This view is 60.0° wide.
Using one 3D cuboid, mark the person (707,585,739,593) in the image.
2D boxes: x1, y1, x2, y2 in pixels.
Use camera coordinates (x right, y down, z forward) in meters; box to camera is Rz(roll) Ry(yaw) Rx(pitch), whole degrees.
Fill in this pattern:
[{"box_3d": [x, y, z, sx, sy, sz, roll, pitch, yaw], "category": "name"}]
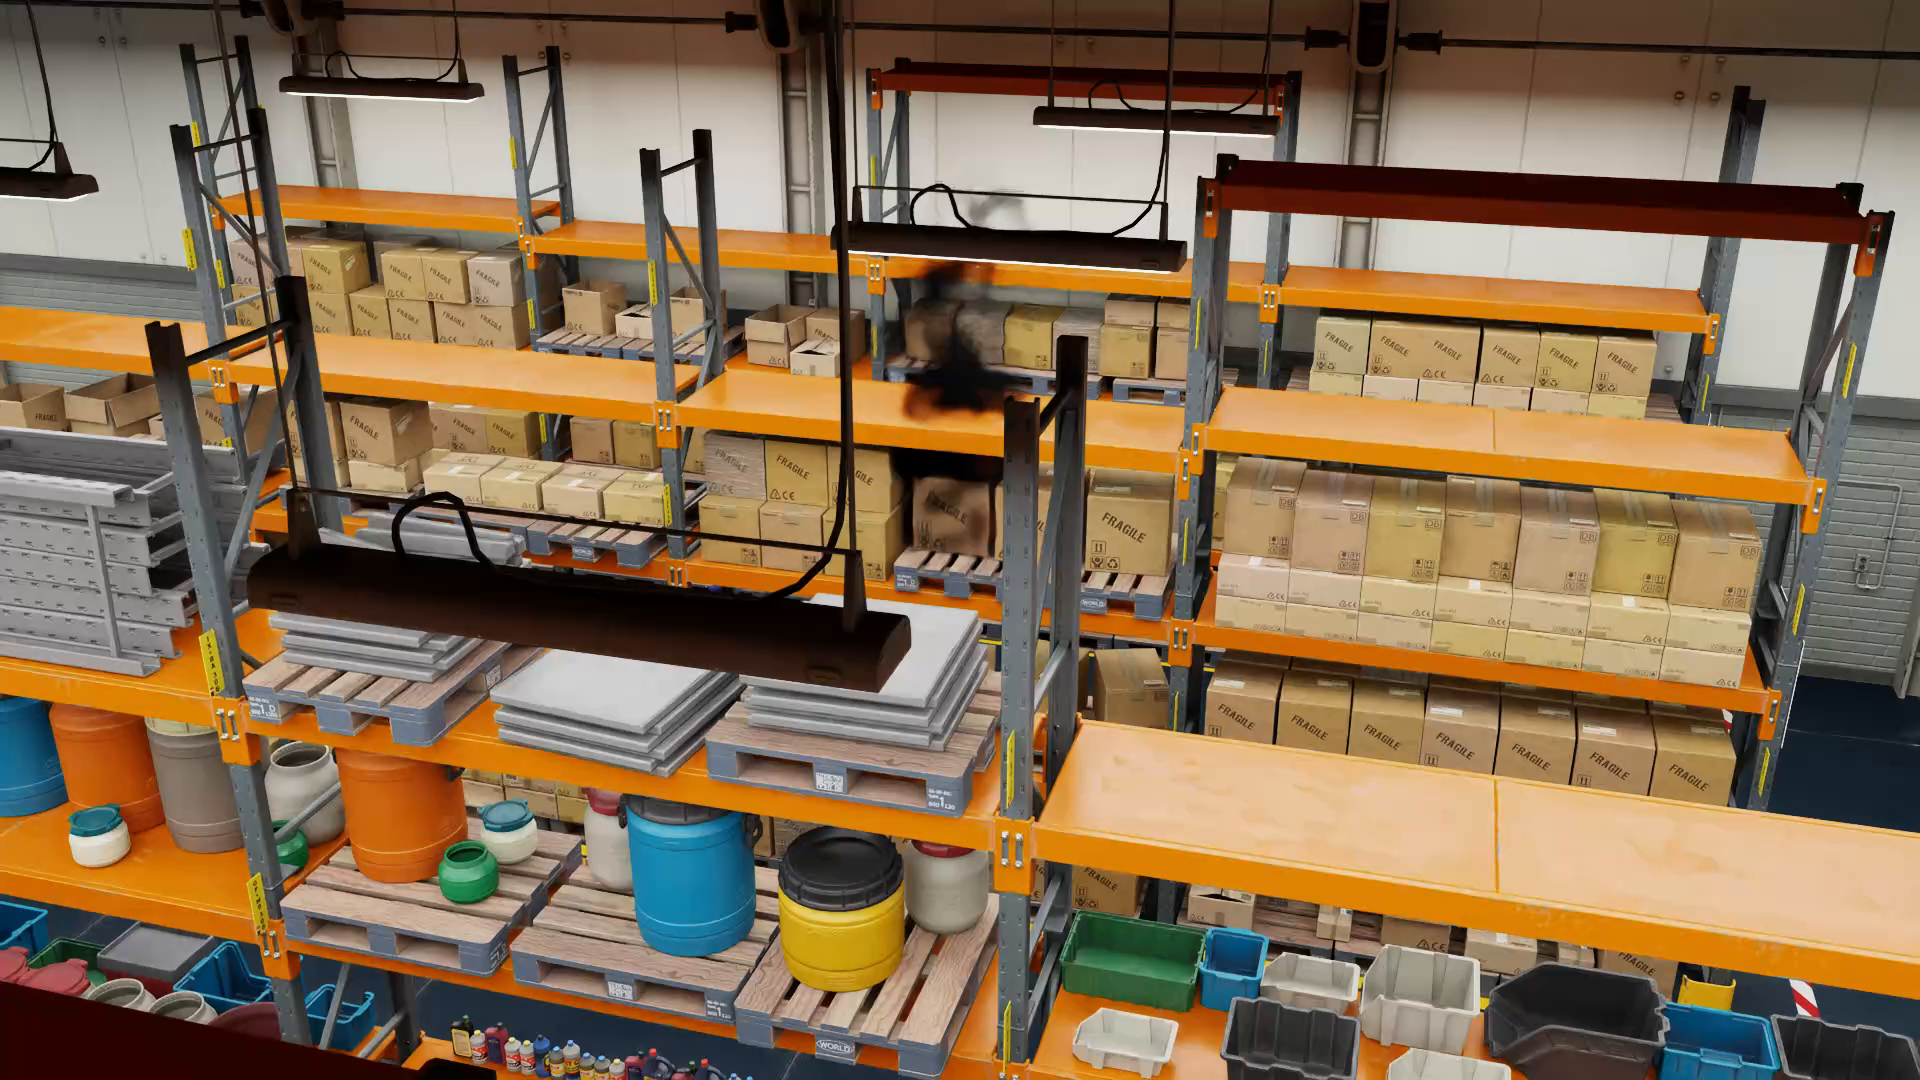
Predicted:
[{"box_3d": [-2.259, 0.845, 15.886, 0.664, 1.650, 0.556, 1, 23, 3], "category": "person"}]
